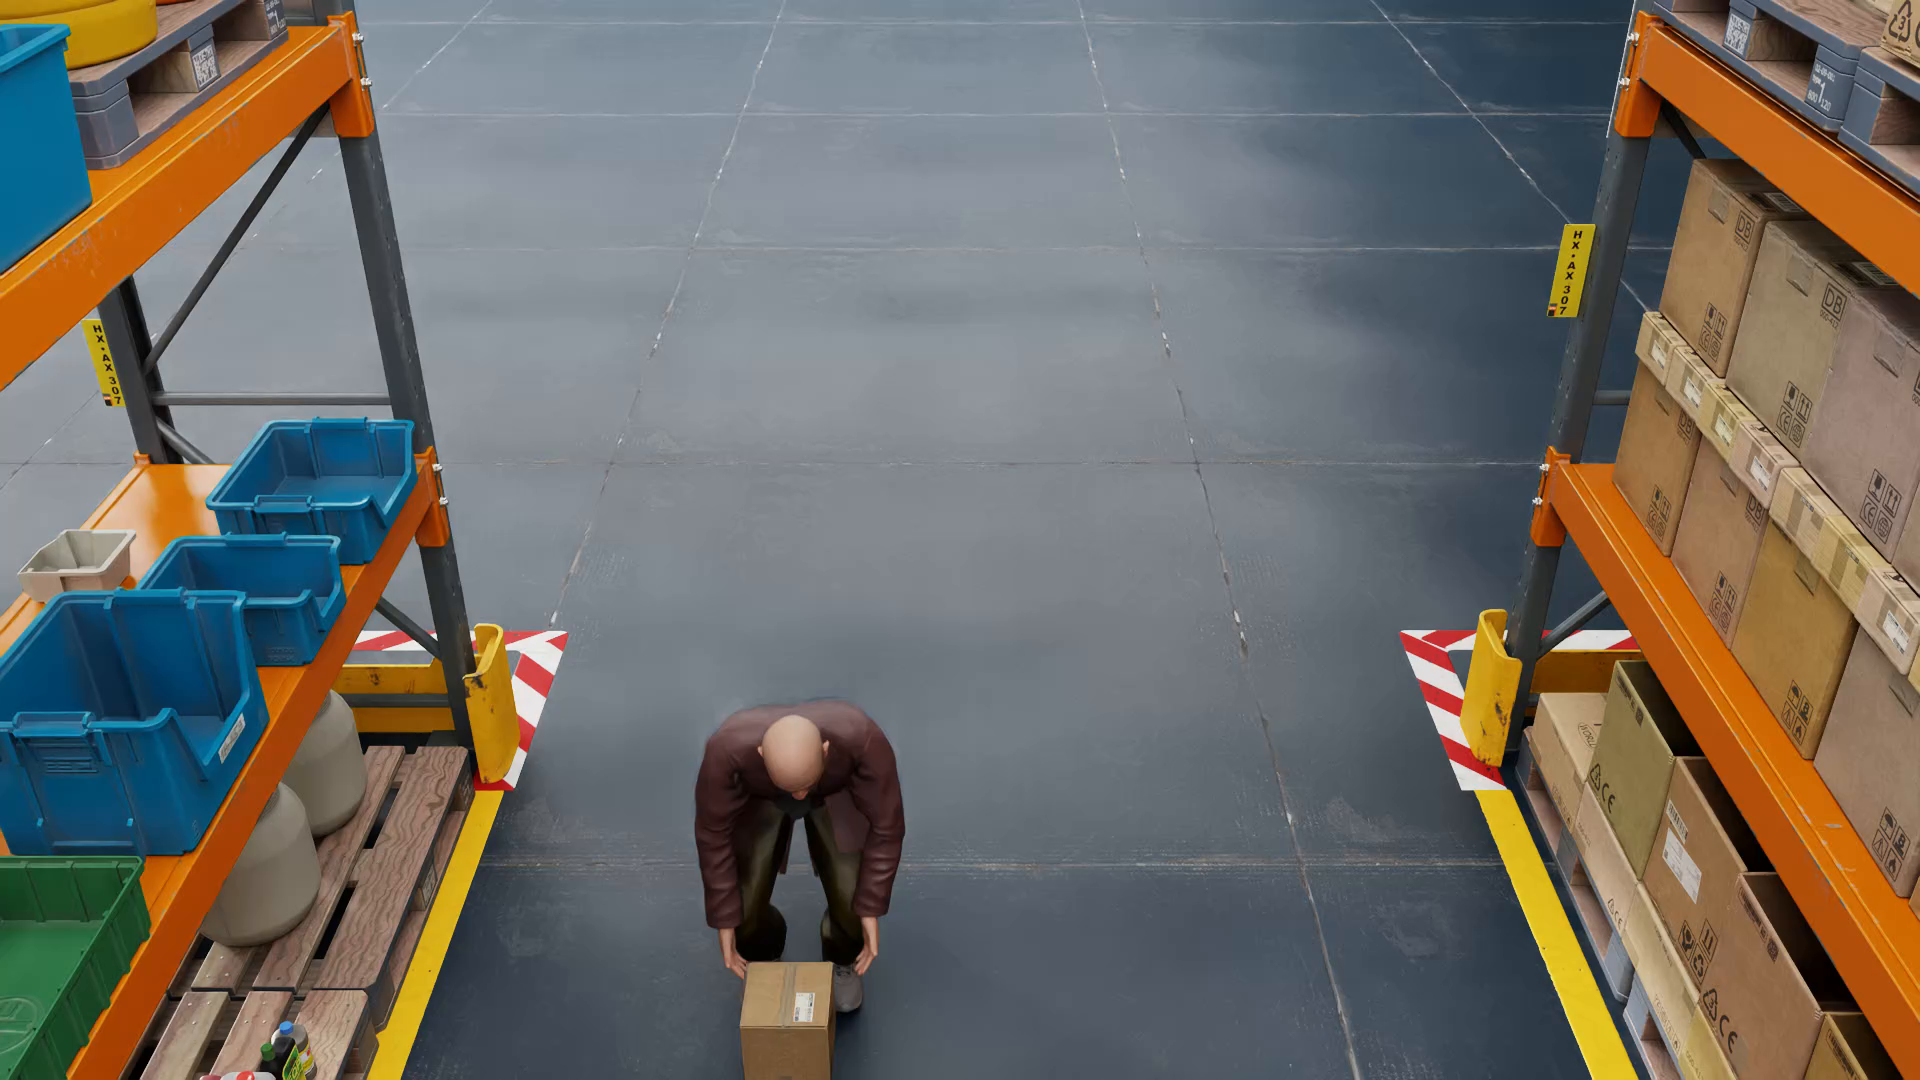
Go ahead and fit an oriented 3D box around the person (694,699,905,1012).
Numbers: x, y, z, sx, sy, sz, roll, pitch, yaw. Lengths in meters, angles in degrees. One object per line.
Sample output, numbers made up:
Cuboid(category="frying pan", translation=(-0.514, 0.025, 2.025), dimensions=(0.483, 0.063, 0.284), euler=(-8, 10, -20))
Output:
Cuboid(category="person", translation=(-0.479, 0.939, 5.123), dimensions=(0.634, 1.233, 0.776), euler=(0, 31, 0))
